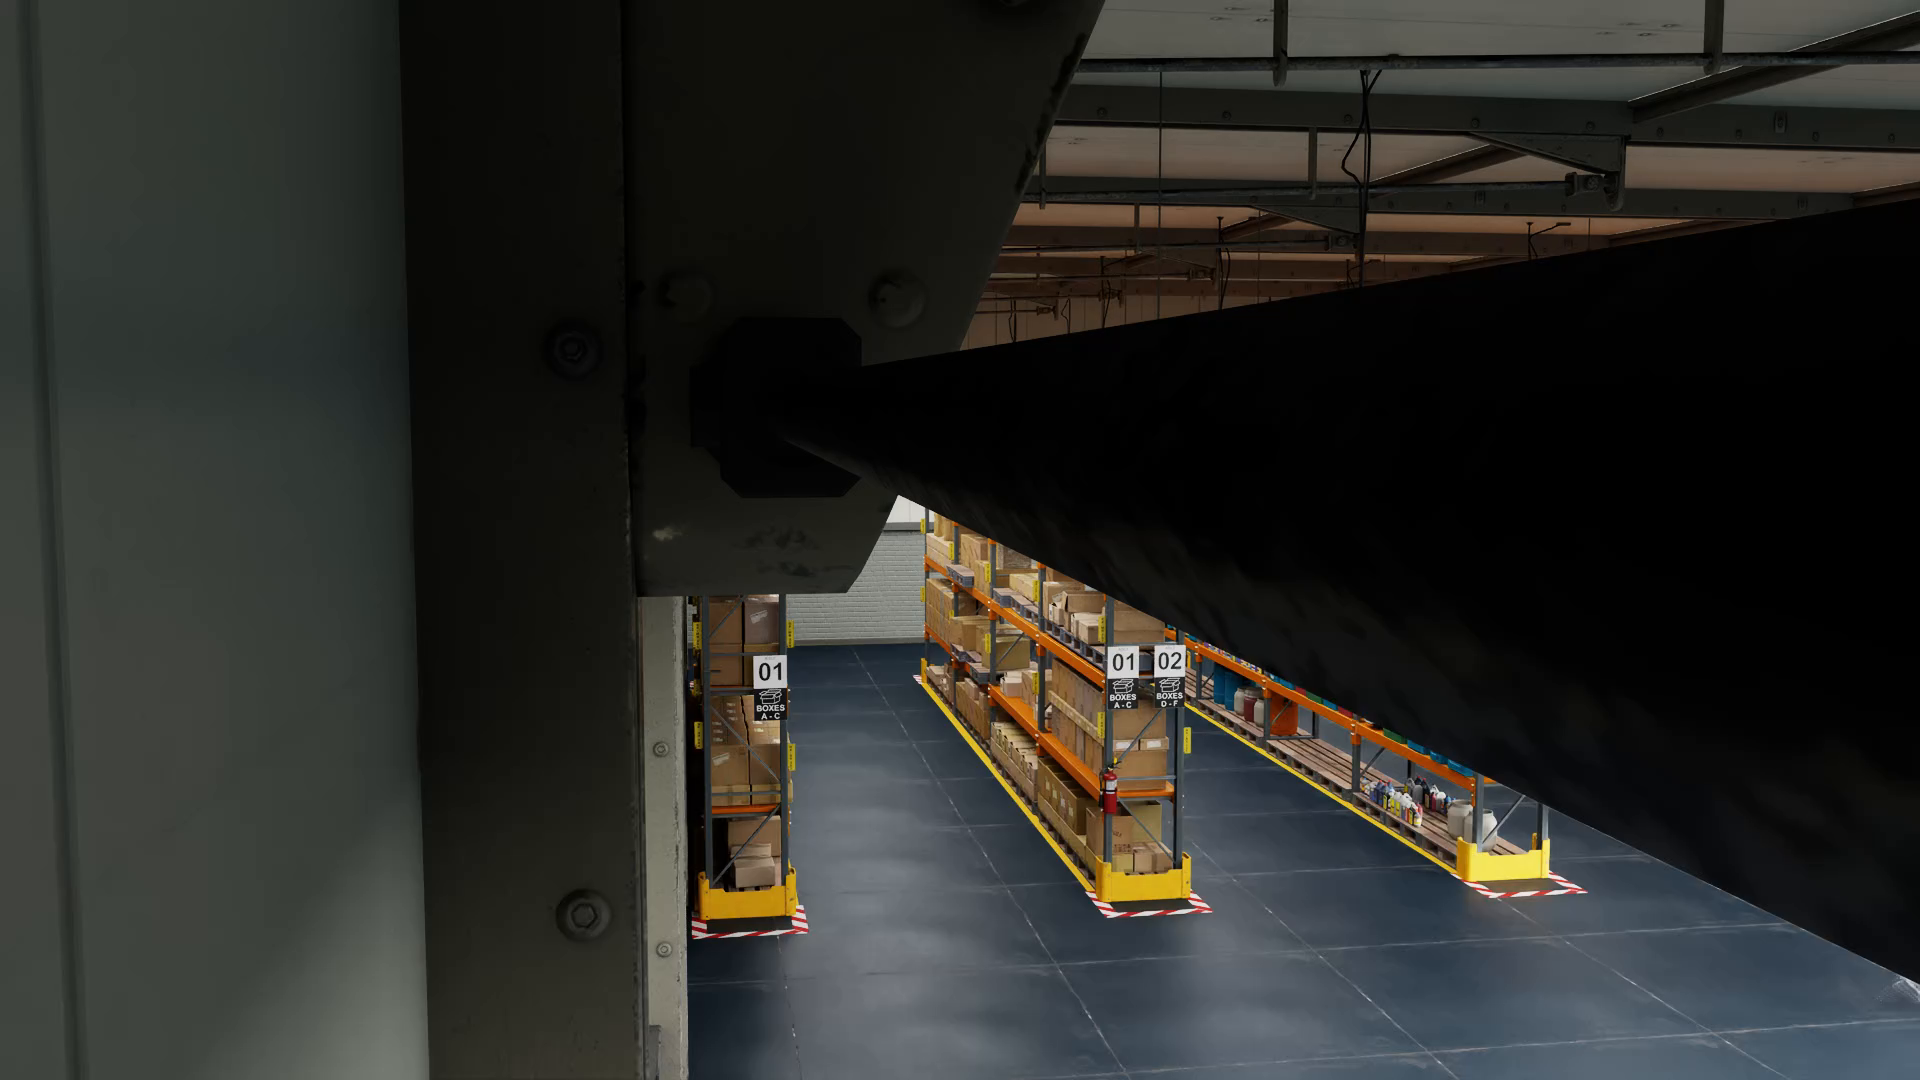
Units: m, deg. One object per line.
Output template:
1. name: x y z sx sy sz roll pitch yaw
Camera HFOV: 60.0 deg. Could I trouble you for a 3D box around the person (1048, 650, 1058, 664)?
1. person: 2.024 2.353 33.944 0.662 1.709 0.801 -1 5 -6
